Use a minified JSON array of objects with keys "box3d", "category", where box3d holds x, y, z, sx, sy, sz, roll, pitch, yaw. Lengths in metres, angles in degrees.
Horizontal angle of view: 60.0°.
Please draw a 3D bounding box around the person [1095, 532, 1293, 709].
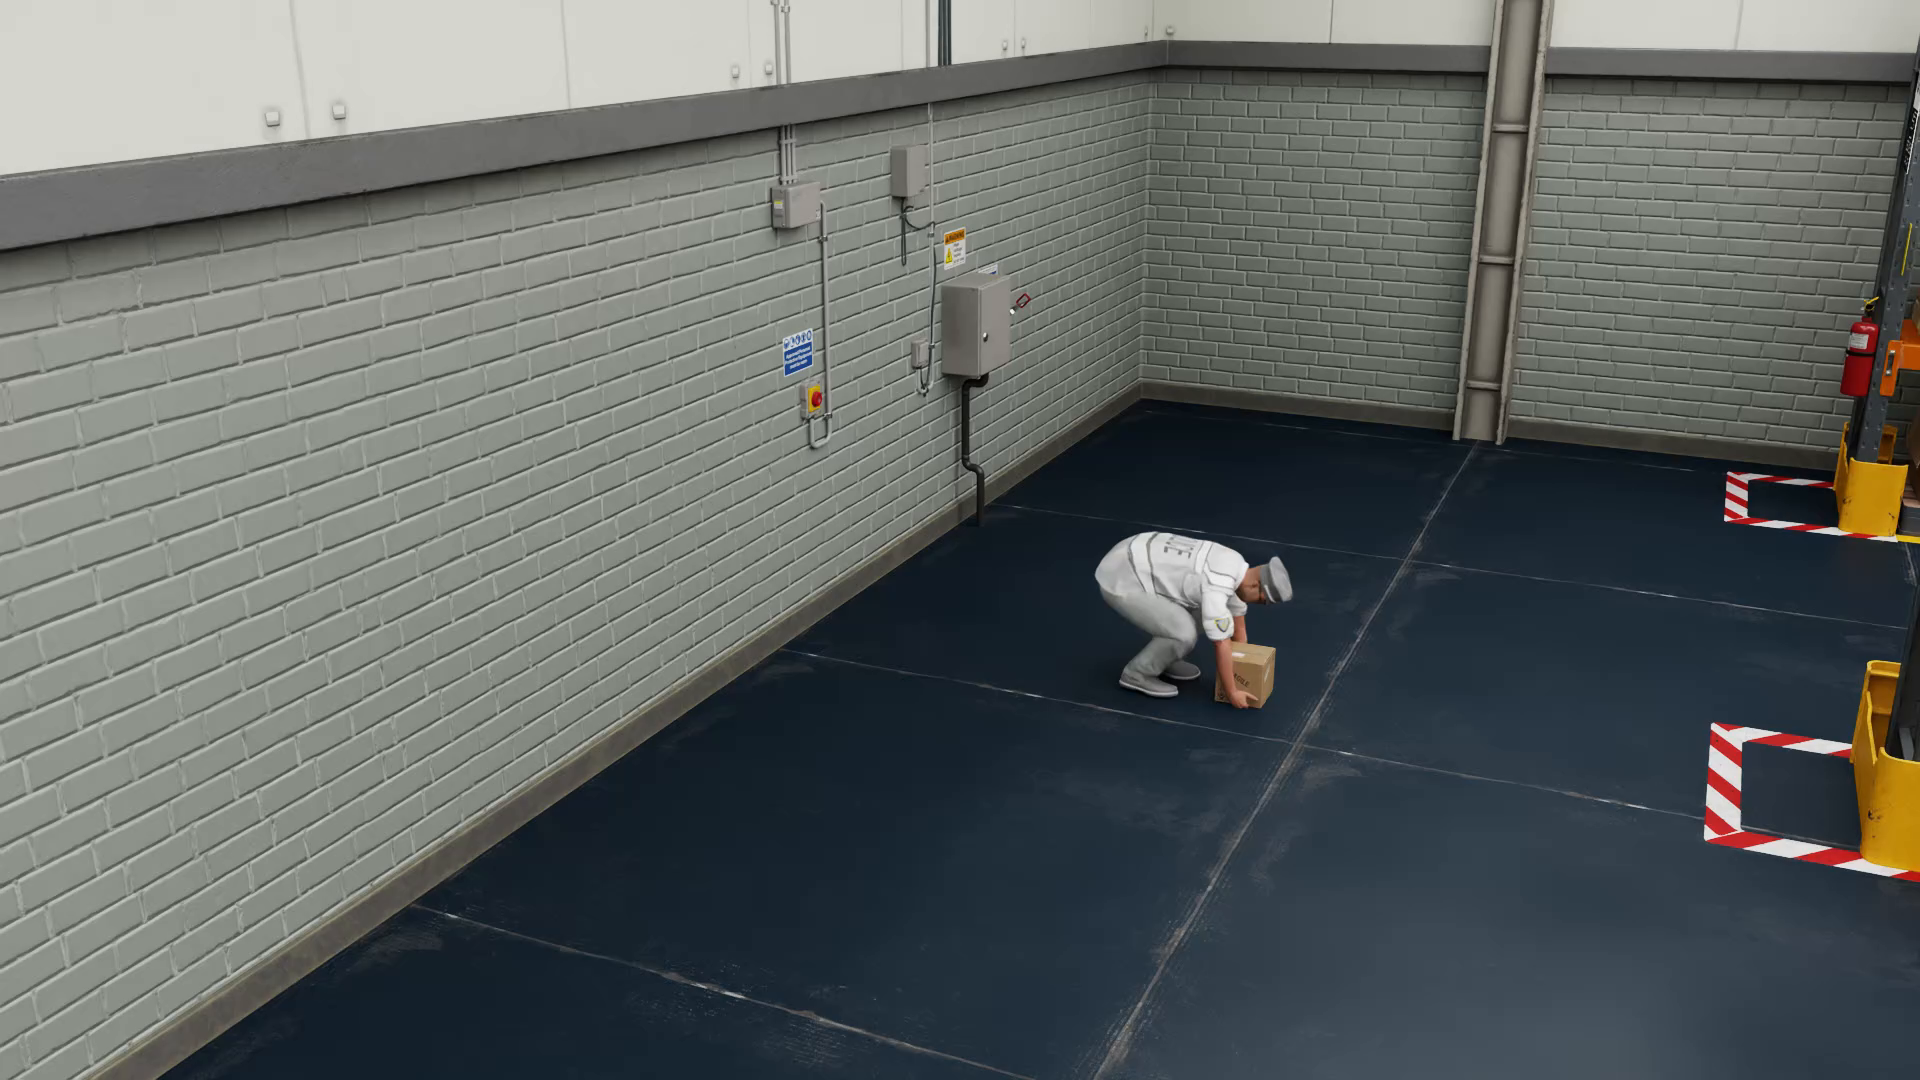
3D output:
[{"box3d":[1.231,0.408,8.815,1.031,0.852,0.525,8,20,21],"category":"person"}]
